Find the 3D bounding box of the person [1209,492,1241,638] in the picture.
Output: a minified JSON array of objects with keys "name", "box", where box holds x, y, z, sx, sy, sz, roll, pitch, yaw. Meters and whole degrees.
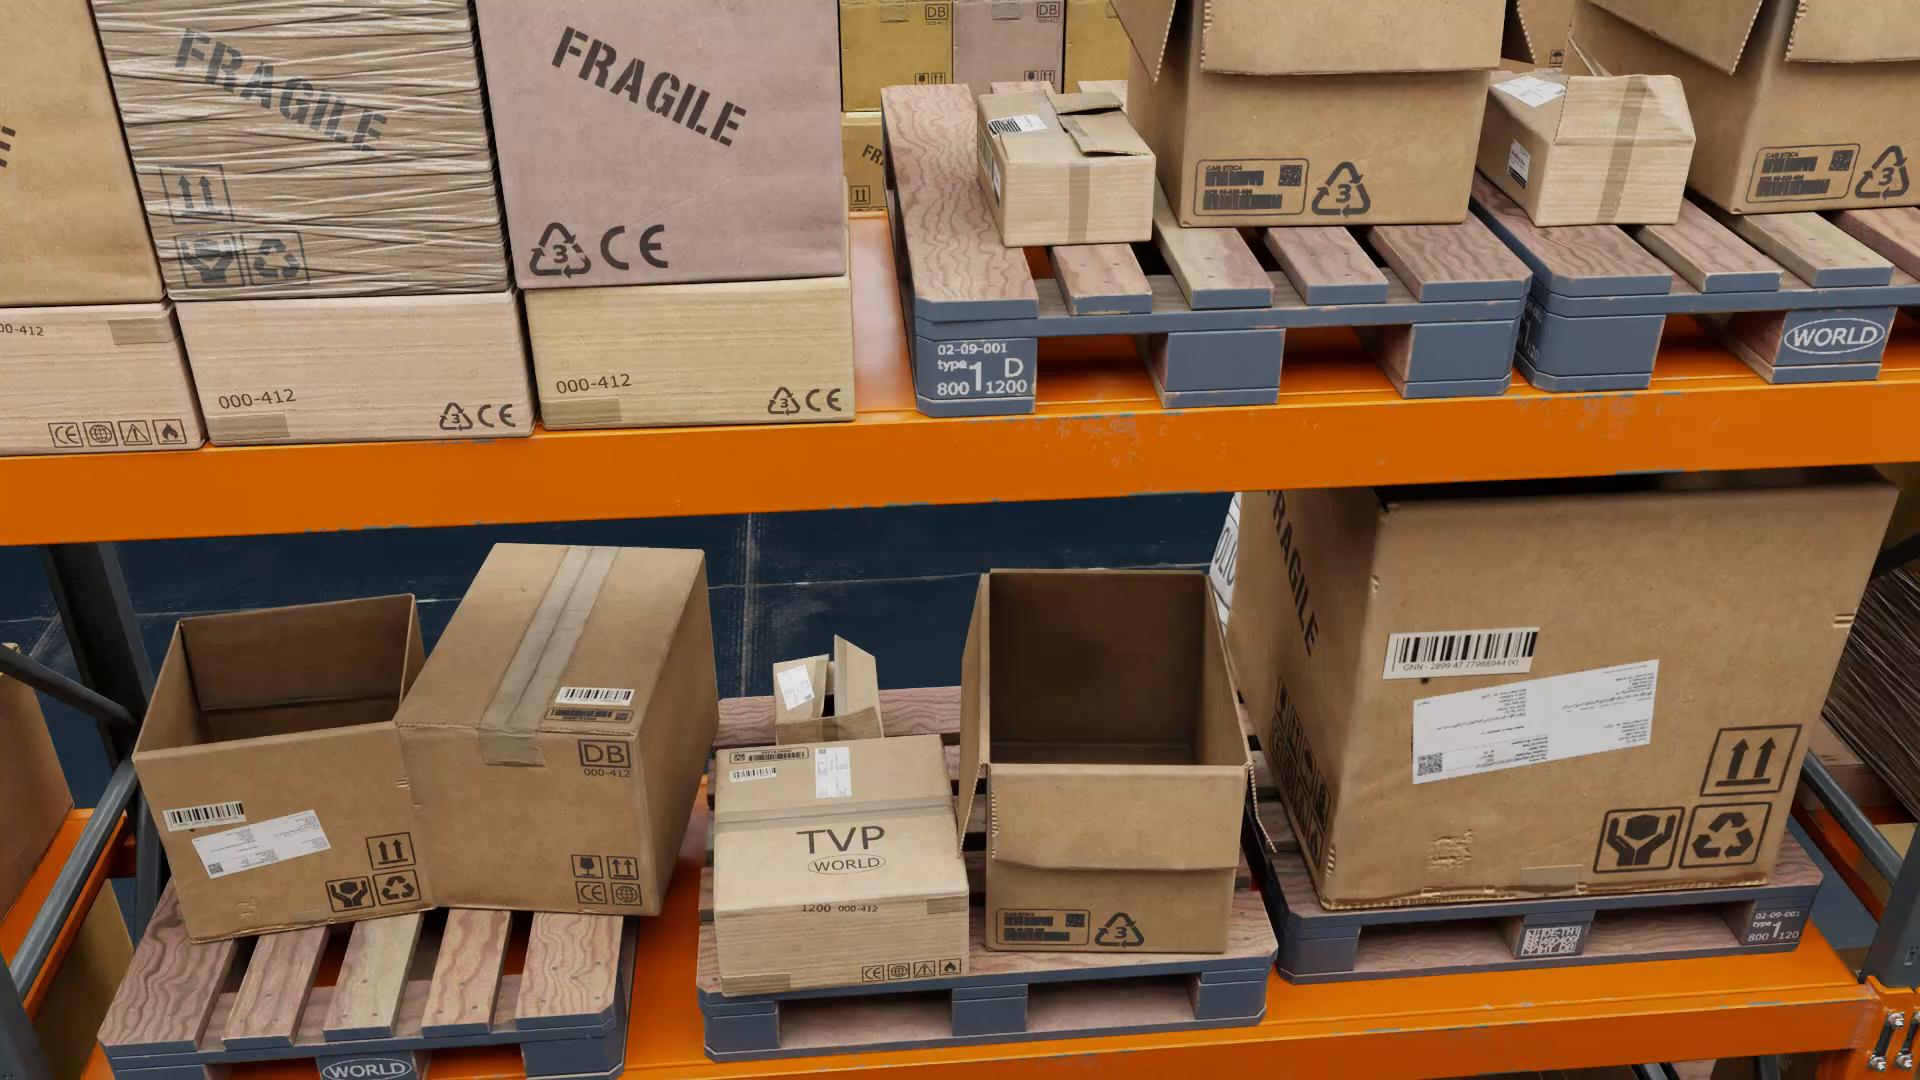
[{"name":"person","box":[1.048,0.341,5.553,0.438,1.751,0.605,-4,31,-7]}]
